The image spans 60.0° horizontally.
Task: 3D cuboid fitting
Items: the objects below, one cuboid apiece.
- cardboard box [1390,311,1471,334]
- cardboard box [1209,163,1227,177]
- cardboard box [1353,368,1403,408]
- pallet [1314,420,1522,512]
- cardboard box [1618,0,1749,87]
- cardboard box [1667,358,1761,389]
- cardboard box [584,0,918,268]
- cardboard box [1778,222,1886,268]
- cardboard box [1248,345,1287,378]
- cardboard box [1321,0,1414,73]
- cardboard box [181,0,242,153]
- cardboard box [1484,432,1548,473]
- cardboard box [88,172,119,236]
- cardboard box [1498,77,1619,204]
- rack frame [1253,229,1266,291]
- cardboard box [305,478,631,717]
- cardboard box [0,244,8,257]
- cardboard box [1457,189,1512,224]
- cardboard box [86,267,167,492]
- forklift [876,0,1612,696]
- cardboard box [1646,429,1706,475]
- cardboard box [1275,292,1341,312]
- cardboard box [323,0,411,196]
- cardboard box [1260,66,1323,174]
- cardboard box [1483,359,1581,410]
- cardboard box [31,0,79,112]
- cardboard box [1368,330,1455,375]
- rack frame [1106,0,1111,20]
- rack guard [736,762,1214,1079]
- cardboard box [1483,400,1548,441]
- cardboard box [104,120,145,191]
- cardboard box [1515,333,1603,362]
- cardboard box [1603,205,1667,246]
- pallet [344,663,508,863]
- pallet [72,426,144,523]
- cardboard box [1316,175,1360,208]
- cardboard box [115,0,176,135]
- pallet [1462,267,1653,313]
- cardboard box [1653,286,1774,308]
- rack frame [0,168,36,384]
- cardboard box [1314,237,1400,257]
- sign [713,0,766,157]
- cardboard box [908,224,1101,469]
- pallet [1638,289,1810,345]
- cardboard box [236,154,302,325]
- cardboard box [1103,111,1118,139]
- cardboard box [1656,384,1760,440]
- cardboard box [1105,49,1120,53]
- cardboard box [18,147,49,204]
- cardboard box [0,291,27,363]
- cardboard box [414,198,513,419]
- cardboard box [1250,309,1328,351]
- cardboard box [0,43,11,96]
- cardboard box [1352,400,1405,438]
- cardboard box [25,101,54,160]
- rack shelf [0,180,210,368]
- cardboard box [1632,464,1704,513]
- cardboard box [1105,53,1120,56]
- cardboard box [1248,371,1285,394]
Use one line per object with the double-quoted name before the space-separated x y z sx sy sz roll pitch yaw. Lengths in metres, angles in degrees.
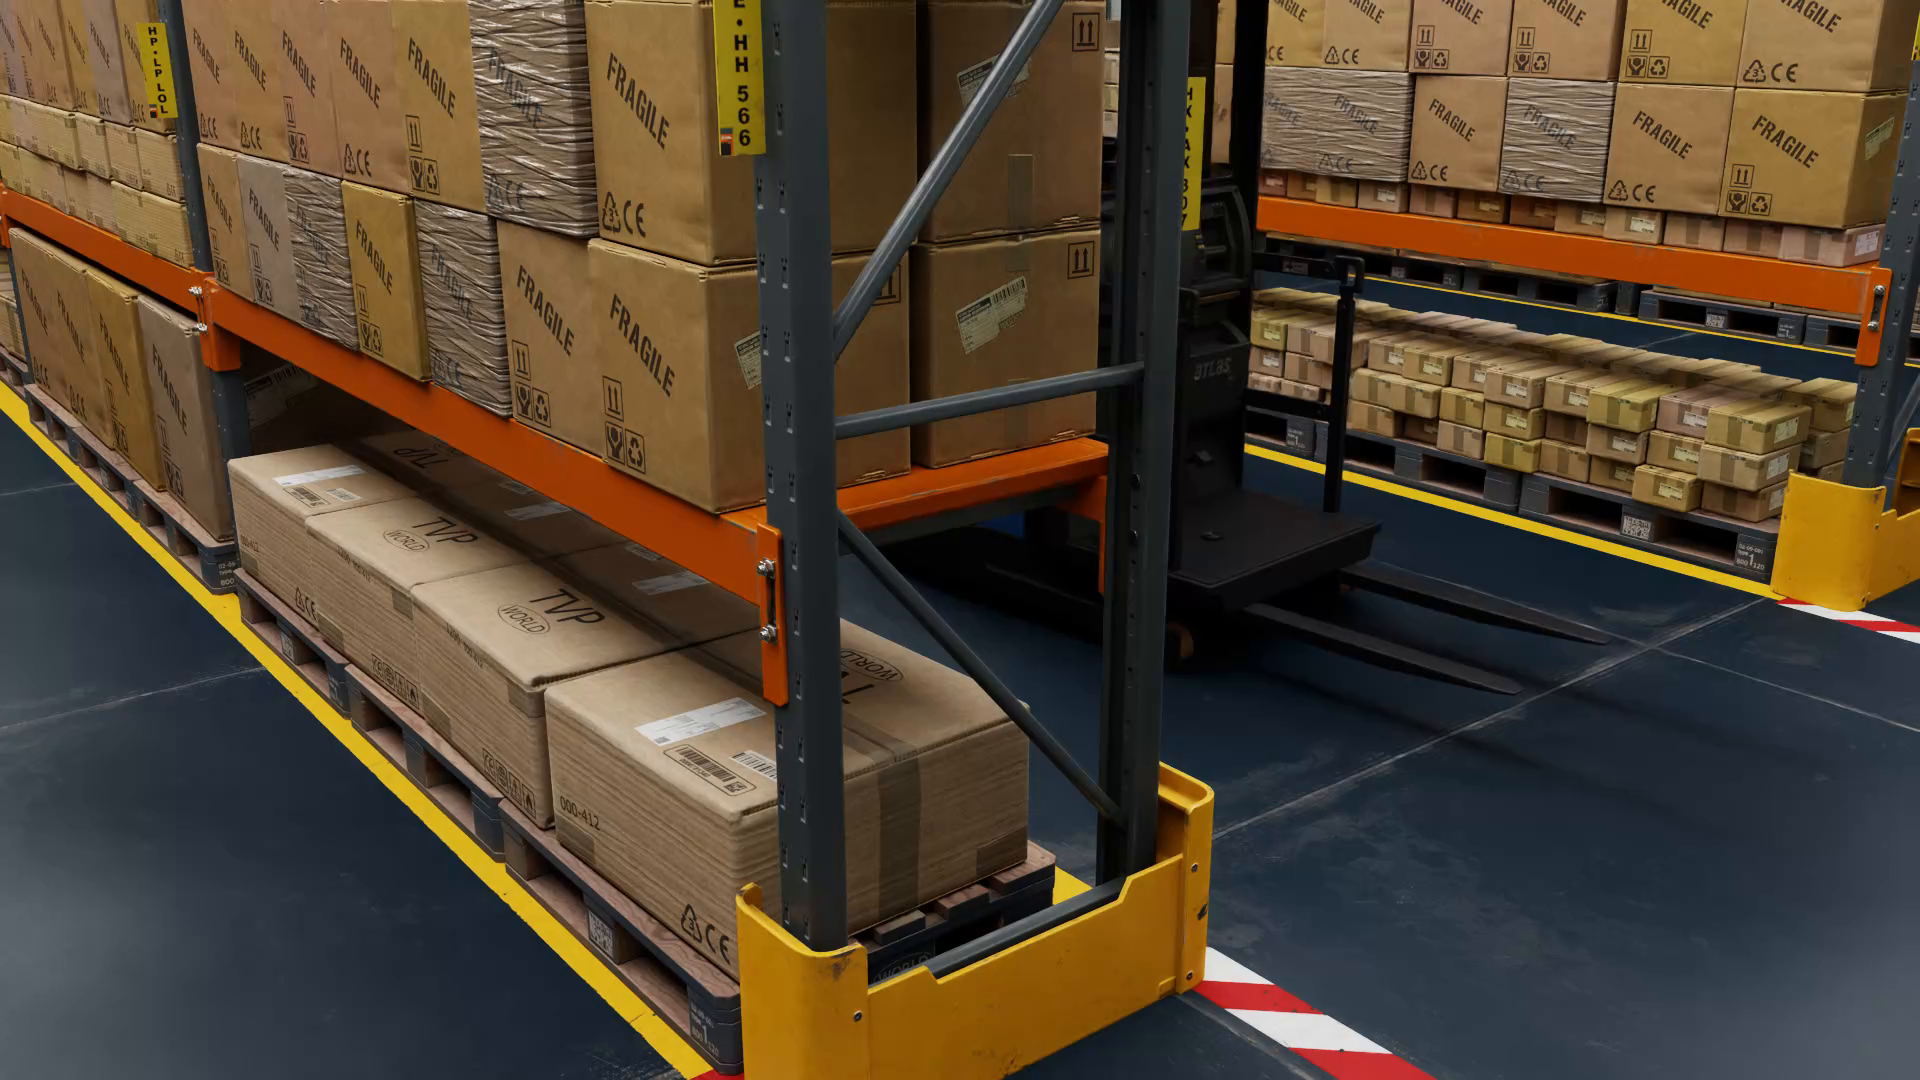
"cardboard box" 2.501 -1.105 8.849 0.380 0.149 0.250 -15 24 -39
"cardboard box" 1.523 -1.955 8.893 0.380 0.149 0.250 -13 22 -35
"cardboard box" 2.191 -0.780 8.341 0.380 0.149 0.250 -14 23 -37
"pallet" 2.592 -0.474 8.457 1.003 0.211 1.213 -14 23 -36
"cardboard box" 3.075 -2.124 6.781 0.500 0.500 0.500 -15 23 -38
"cardboard box" 3.488 -0.727 7.705 0.380 0.149 0.250 -14 23 -36
"cardboard box" -0.435 -0.875 3.482 0.500 0.500 0.500 -13 22 -34
"cardboard box" 3.445 -1.177 6.545 0.380 0.149 0.250 -14 23 -36
"cardboard box" 1.766 -0.994 8.988 0.380 0.149 0.250 -14 23 -36
"cardboard box" 2.097 -2.506 7.937 0.500 0.500 0.500 -14 23 -35
"cardboard box" -2.327 -1.623 5.743 0.500 0.500 0.500 -14 23 -36
"cardboard box" 2.672 -0.441 7.788 0.380 0.149 0.250 -15 24 -38
"cardboard box" -3.522 -1.510 7.388 0.500 0.250 0.500 -15 23 -38
"cardboard box" 2.750 -1.771 7.308 0.500 0.500 0.500 -14 23 -36
"rack frame" 1.385 -2.257 9.406 1.000 3.000 0.127 -14 23 -36
"cardboard box" -1.570 0.147 5.554 0.875 0.438 0.875 -15 23 -38
"cardboard box" -6.623 -1.884 11.792 0.950 0.372 0.625 -12 22 -33
"cardboard box" 2.537 -1.574 7.743 0.380 0.149 0.250 -13 23 -35
"cardboard box" -3.447 -0.815 7.763 0.875 0.875 0.875 -13 22 -35
"forklift" 0.922 -1.112 6.059 1.130 2.935 3.031 -17 25 -41
"cardboard box" 3.197 -0.408 7.216 0.380 0.149 0.250 -15 23 -37
"cardboard box" 2.000 -1.293 9.417 0.380 0.149 0.250 -14 23 -35
"cardboard box" -1.397 -1.244 4.599 0.500 0.500 0.500 -14 23 -37
"cardboard box" 1.808 -2.154 8.463 0.500 0.500 0.500 -14 23 -36
"cardboard box" 2.649 -0.724 7.698 0.380 0.149 0.250 -13 22 -34
"cardboard box" -3.866 -2.228 7.571 0.500 0.500 0.500 -14 23 -35
"cardboard box" 2.265 -0.938 8.345 0.380 0.149 0.250 -15 24 -38
"rack frame" 1.768 -7.124 24.104 1.000 3.000 0.127 -14 23 -36
"rack guard" 0.066 0.912 3.812 1.175 0.500 0.348 -14 23 -36
"cardboard box" 2.662 -0.585 7.753 0.380 0.149 0.250 -14 23 -35
"cardboard box" -3.213 -1.615 6.911 0.500 0.250 0.500 -13 23 -35
"cardboard box" 2.977 -0.915 8.276 0.380 0.149 0.250 -14 23 -35
"cardboard box" 2.976 -1.363 7.106 0.380 0.149 0.250 -13 22 -35
"pallet" -1.260 0.561 5.331 1.003 0.211 1.213 -14 23 -36
"pallet" -3.732 -0.418 8.290 1.003 0.211 1.213 -14 23 -36
"cardboard box" 1.999 -1.756 8.294 0.380 0.149 0.250 -13 23 -35
"cardboard box" -2.907 -1.849 6.425 0.500 0.500 0.500 -13 22 -34
"pallet" 4.798 -2.052 13.222 1.003 0.211 1.213 -14 23 -36
"cardboard box" 5.683 -2.212 11.984 0.875 0.875 0.875 -14 23 -36
"rack frame" -4.916 -2.251 9.390 1.000 3.000 0.127 -14 23 -36
"cardboard box" 3.812 -2.981 14.305 1.225 0.875 0.875 -14 23 -36
"sign" -0.383 -0.840 2.908 0.100 0.325 0.005 -14 23 -36
"cardboard box" -0.022 -0.502 3.947 0.500 0.500 0.500 -14 23 -37
"pallet" 5.747 -1.674 12.081 1.003 0.211 1.213 -14 23 -36
"cardboard box" -2.037 -1.022 5.517 0.500 0.500 0.500 -14 23 -36
"cardboard box" 0.984 -2.396 9.558 0.380 0.149 0.250 -15 23 -37
"cardboard box" 3.230 -0.554 7.183 0.380 0.149 0.250 -13 23 -35
"cardboard box" 1.013 -2.999 10.434 0.380 0.149 0.250 -14 23 -37
"cardboard box" -4.477 -1.887 8.529 0.500 0.250 0.500 -15 23 -38
"cardboard box" -5.259 -1.344 10.163 0.950 0.372 0.625 -16 24 -40
"cardboard box" -1.083 -0.646 4.383 0.500 0.500 0.500 -13 22 -35
"cardboard box" 1.757 -1.128 8.917 0.380 0.149 0.250 -14 23 -37
"cardboard box" -4.801 -2.604 8.706 0.500 0.500 0.500 -15 23 -38
"cardboard box" 2.197 -0.639 8.386 0.380 0.149 0.250 -15 23 -38
"cardboard box" -4.175 -1.992 8.049 0.500 0.250 0.500 -14 23 -36
"rack shelf" -3.674 -1.417 8.015 1.077 0.370 4.000 -14 23 -36
"cardboard box" 3.139 -0.250 7.212 0.380 0.149 0.250 -13 22 -34
"cardboard box" 0.815 -2.746 9.669 0.380 0.149 0.250 -15 23 -38
"cardboard box" 1.720 -0.834 8.975 0.380 0.149 0.250 -14 23 -36
